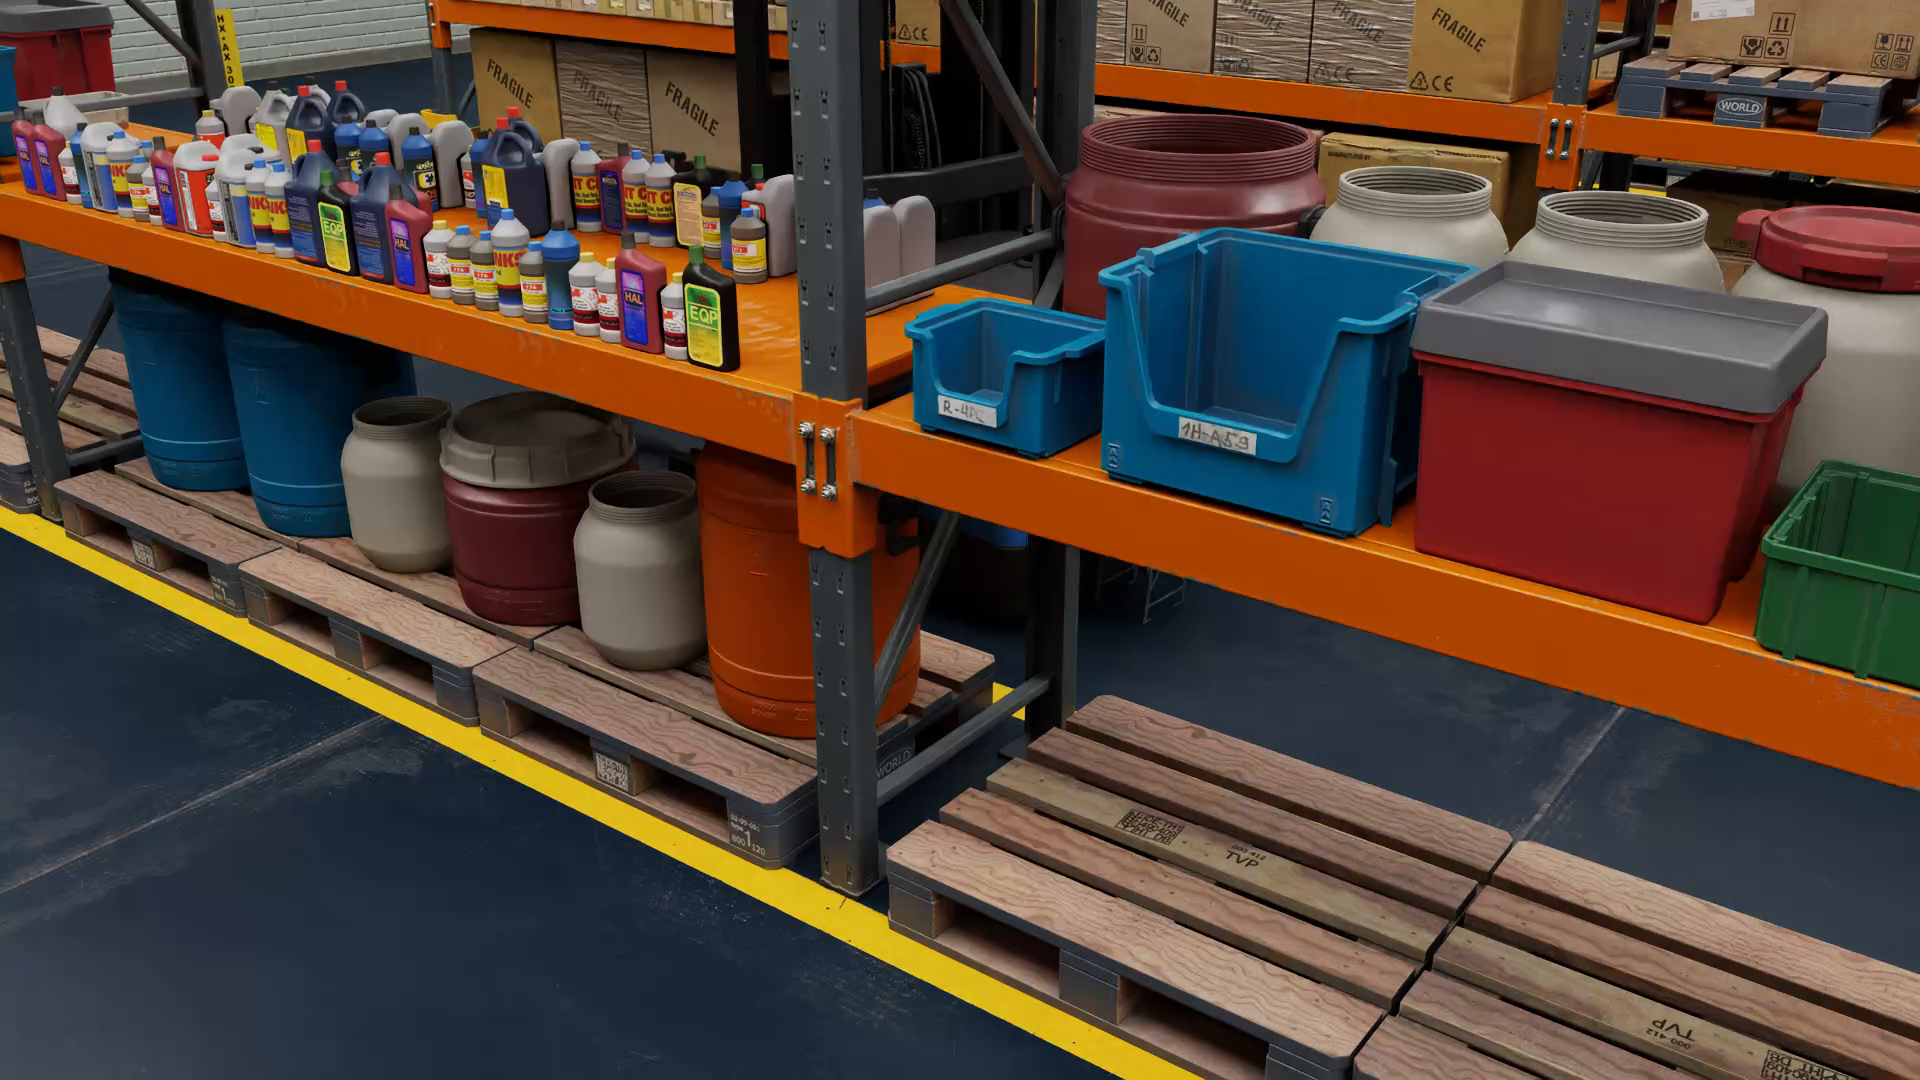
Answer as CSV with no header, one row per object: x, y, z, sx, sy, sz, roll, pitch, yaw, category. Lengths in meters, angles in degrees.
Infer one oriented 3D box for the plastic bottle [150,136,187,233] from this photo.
-2.460,-1.112,5.199,0.133,0.283,0.061,17,29,33,plastic bottle

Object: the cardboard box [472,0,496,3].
-3.146,-3.803,11.473,0.250,0.149,0.380,16,29,33,cardboard box

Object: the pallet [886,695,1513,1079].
0.589,0.836,4.090,1.213,0.211,1.003,17,29,33,pallet

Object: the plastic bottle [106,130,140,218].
-2.697,-1.188,5.385,0.097,0.271,0.097,0,24,0,plastic bottle

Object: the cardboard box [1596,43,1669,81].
4.903,-3.404,11.905,0.500,0.250,0.500,17,29,34,cardboard box

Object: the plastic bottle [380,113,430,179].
-1.896,-1.316,5.671,0.135,0.276,0.152,17,29,33,plastic bottle

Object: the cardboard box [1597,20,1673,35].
6.977,-5.282,16.632,0.875,0.875,0.875,18,29,35,cardboard box

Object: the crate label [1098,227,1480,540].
0.625,-0.328,3.231,0.616,0.435,0.502,17,29,33,crate label

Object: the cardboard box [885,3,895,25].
-0.275,-3.269,10.260,0.250,0.149,0.380,17,29,33,cardboard box

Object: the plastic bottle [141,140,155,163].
-2.714,-1.237,5.584,0.097,0.201,0.097,0,24,0,plastic bottle

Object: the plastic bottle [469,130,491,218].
-1.531,-1.187,5.383,0.097,0.271,0.097,0,24,0,plastic bottle

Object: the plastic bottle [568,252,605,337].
-0.931,-0.622,4.188,0.097,0.201,0.097,0,24,0,plastic bottle

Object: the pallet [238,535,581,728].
-1.636,0.164,5.615,1.213,0.211,1.003,17,29,33,pallet

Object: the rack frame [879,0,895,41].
-0.238,-3.205,9.803,0.127,3.000,1.000,17,29,33,rack frame

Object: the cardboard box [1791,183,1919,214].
3.947,-1.361,7.243,0.500,0.250,0.500,21,31,39,cardboard box

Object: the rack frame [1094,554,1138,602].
0.572,-0.221,5.595,0.006,0.900,0.240,25,34,35,rack frame

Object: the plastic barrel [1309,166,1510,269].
0.944,-0.511,3.550,0.421,0.512,0.421,0,24,0,plastic barrel

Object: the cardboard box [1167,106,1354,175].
1.714,-1.849,8.841,0.875,0.875,1.225,17,29,33,cardboard box

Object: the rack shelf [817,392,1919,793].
1.593,0.173,3.028,4.000,0.370,1.077,17,29,33,rack shelf

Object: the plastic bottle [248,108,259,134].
-2.590,-1.506,6.193,0.097,0.201,0.097,0,24,0,plastic bottle

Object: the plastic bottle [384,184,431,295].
-1.502,-0.823,4.542,0.133,0.283,0.061,17,29,33,plastic bottle

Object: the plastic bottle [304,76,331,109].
-2.277,-1.467,5.921,0.185,0.351,0.144,17,29,33,plastic bottle

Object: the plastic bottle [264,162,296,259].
-1.986,-0.973,4.897,0.097,0.271,0.097,0,24,0,plastic bottle

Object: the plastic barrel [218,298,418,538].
-2.217,-0.530,5.815,0.708,0.901,0.600,17,29,33,plastic barrel

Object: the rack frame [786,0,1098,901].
-0.008,-0.639,3.981,0.127,3.000,1.000,17,29,33,rack frame

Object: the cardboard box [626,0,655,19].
-1.910,-3.430,10.627,0.250,0.149,0.380,17,29,34,cardboard box

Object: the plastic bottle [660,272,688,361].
-0.669,-0.543,4.007,0.097,0.201,0.097,0,24,0,plastic bottle

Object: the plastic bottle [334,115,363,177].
-2.063,-1.302,5.644,0.097,0.271,0.097,0,24,0,plastic bottle

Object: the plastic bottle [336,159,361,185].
-1.821,-0.996,4.949,0.097,0.271,0.097,0,24,0,plastic bottle

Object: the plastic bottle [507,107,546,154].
-1.395,-1.201,5.317,0.185,0.351,0.144,17,29,33,plastic bottle

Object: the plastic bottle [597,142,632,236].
-1.057,-1.089,5.146,0.133,0.283,0.061,17,29,33,plastic bottle

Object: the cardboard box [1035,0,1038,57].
0.383,-2.937,9.072,0.500,0.500,0.500,17,29,33,cardboard box

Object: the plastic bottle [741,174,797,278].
-0.530,-0.903,4.734,0.135,0.276,0.152,17,29,33,plastic bottle

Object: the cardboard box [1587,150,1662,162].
4.922,-3.063,12.061,0.500,0.500,0.500,18,30,35,cardboard box

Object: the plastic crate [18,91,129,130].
-3.495,-1.672,6.578,0.243,0.136,0.396,17,29,33,plastic crate

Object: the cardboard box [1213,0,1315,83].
1.606,-2.570,8.238,0.500,0.500,0.500,16,28,32,cardboard box

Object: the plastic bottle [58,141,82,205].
-2.961,-1.235,5.580,0.097,0.201,0.097,0,24,0,plastic bottle

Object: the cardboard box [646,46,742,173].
-1.438,-2.828,11.062,0.875,0.875,0.875,17,29,33,cardboard box

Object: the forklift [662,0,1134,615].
-0.515,-1.592,6.229,1.130,2.935,3.031,-21,32,-40,forklift

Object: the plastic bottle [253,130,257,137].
-2.467,-1.392,5.935,0.097,0.201,0.097,0,24,0,plastic bottle

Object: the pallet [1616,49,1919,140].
3.597,-2.012,7.334,1.003,0.211,1.213,17,29,33,pallet

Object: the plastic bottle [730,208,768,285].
-0.590,-0.825,4.648,0.097,0.201,0.097,0,24,0,plastic bottle

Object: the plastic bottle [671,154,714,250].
-0.795,-1.010,4.966,0.133,0.283,0.061,17,29,33,plastic bottle

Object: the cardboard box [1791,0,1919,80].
3.926,-2.255,7.003,0.700,0.500,0.500,-22,32,-40,cardboard box

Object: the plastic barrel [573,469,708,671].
-0.915,0.086,4.899,0.421,0.512,0.421,0,24,0,plastic barrel

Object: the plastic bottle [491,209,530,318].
-1.165,-0.724,4.334,0.097,0.271,0.097,0,24,0,plastic bottle

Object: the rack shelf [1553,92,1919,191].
4.563,-1.425,6.655,4.000,0.370,1.077,17,29,33,rack shelf

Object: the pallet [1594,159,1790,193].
5.394,-2.727,12.177,1.213,0.211,1.003,17,29,33,pallet

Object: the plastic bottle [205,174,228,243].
-2.249,-1.020,5.092,0.097,0.201,0.097,0,24,0,plastic bottle

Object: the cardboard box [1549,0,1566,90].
2.737,-2.489,8.054,0.500,0.500,0.500,18,29,35,cardboard box

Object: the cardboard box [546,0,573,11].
-2.529,-3.617,11.050,0.250,0.149,0.380,16,28,32,cardboard box

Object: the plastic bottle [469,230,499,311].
-1.243,-0.716,4.401,0.097,0.201,0.097,0,24,0,plastic bottle

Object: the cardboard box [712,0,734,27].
-1.296,-3.244,10.205,0.250,0.149,0.380,17,29,34,cardboard box

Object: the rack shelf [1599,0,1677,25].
4.418,-3.968,12.427,4.000,0.370,1.077,17,29,33,rack shelf

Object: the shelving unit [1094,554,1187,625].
0.648,-0.186,5.537,0.210,0.900,0.258,25,34,35,shelving unit

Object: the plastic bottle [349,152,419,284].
-1.604,-0.905,4.646,0.185,0.351,0.144,17,29,33,plastic bottle
